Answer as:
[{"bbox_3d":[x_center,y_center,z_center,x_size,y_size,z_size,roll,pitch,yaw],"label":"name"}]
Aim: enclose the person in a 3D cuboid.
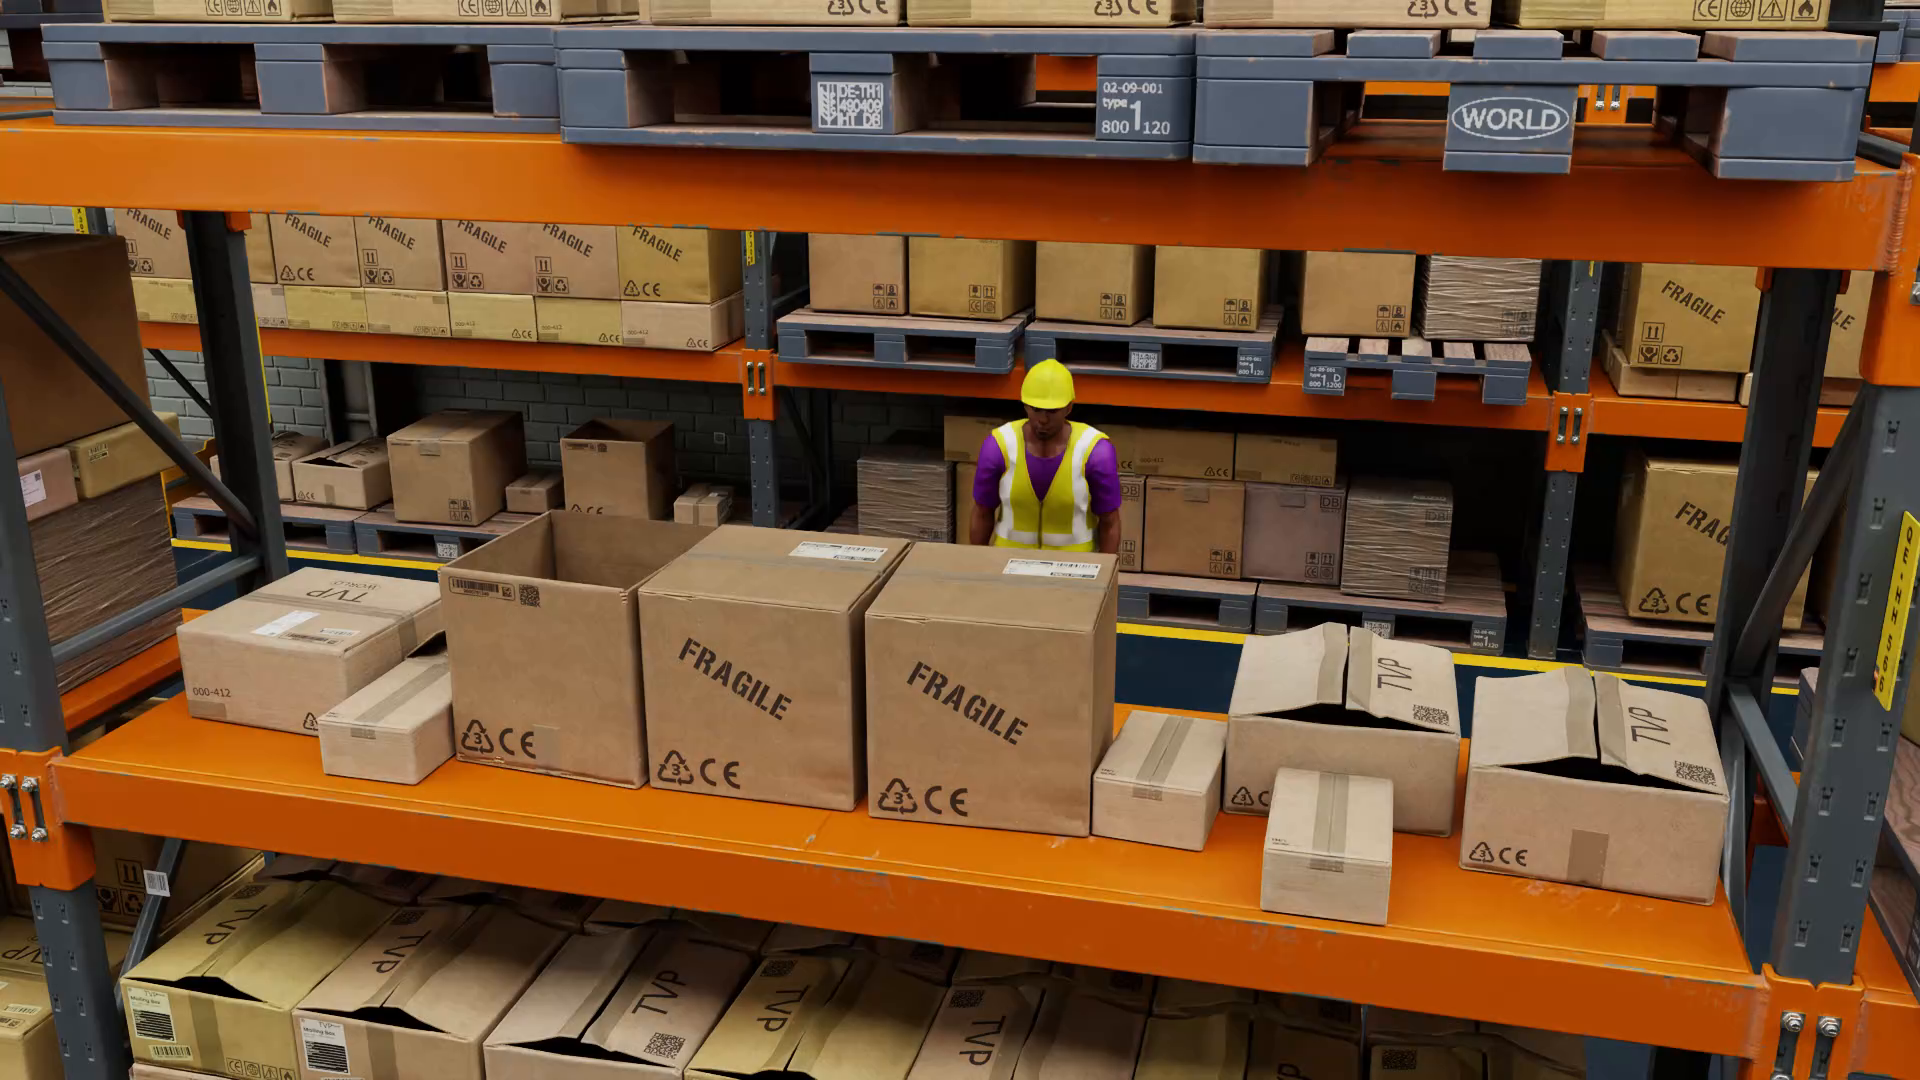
[{"bbox_3d":[0.327,0.145,6.580,0.601,1.763,0.457,4,19,12],"label":"person"}]
